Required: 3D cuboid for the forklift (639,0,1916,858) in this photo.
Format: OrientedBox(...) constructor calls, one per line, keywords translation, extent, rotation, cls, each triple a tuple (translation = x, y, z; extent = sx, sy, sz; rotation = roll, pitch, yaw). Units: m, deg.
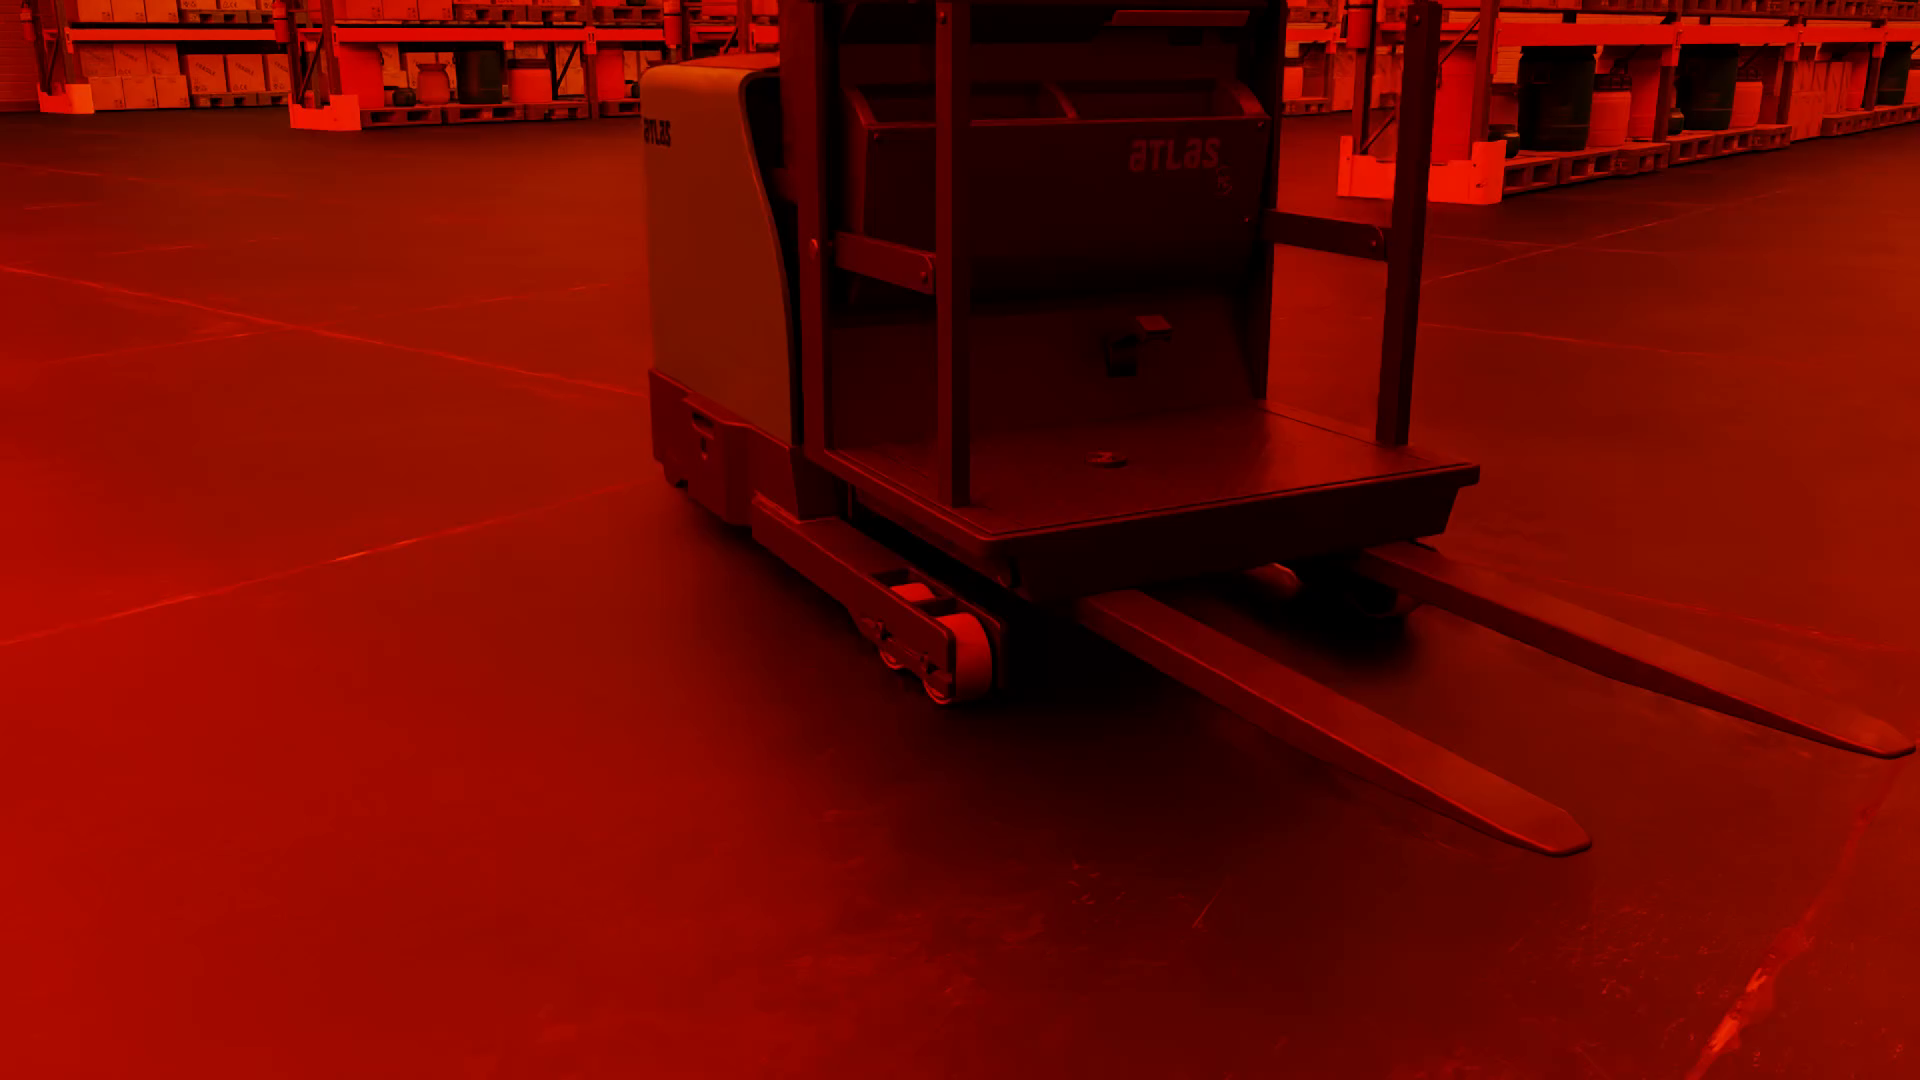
OrientedBox(translation=(0.305, -1.254, 3.028), extent=(1.130, 2.935, 3.031), rotation=(-9, 19, -26), cls="forklift")
